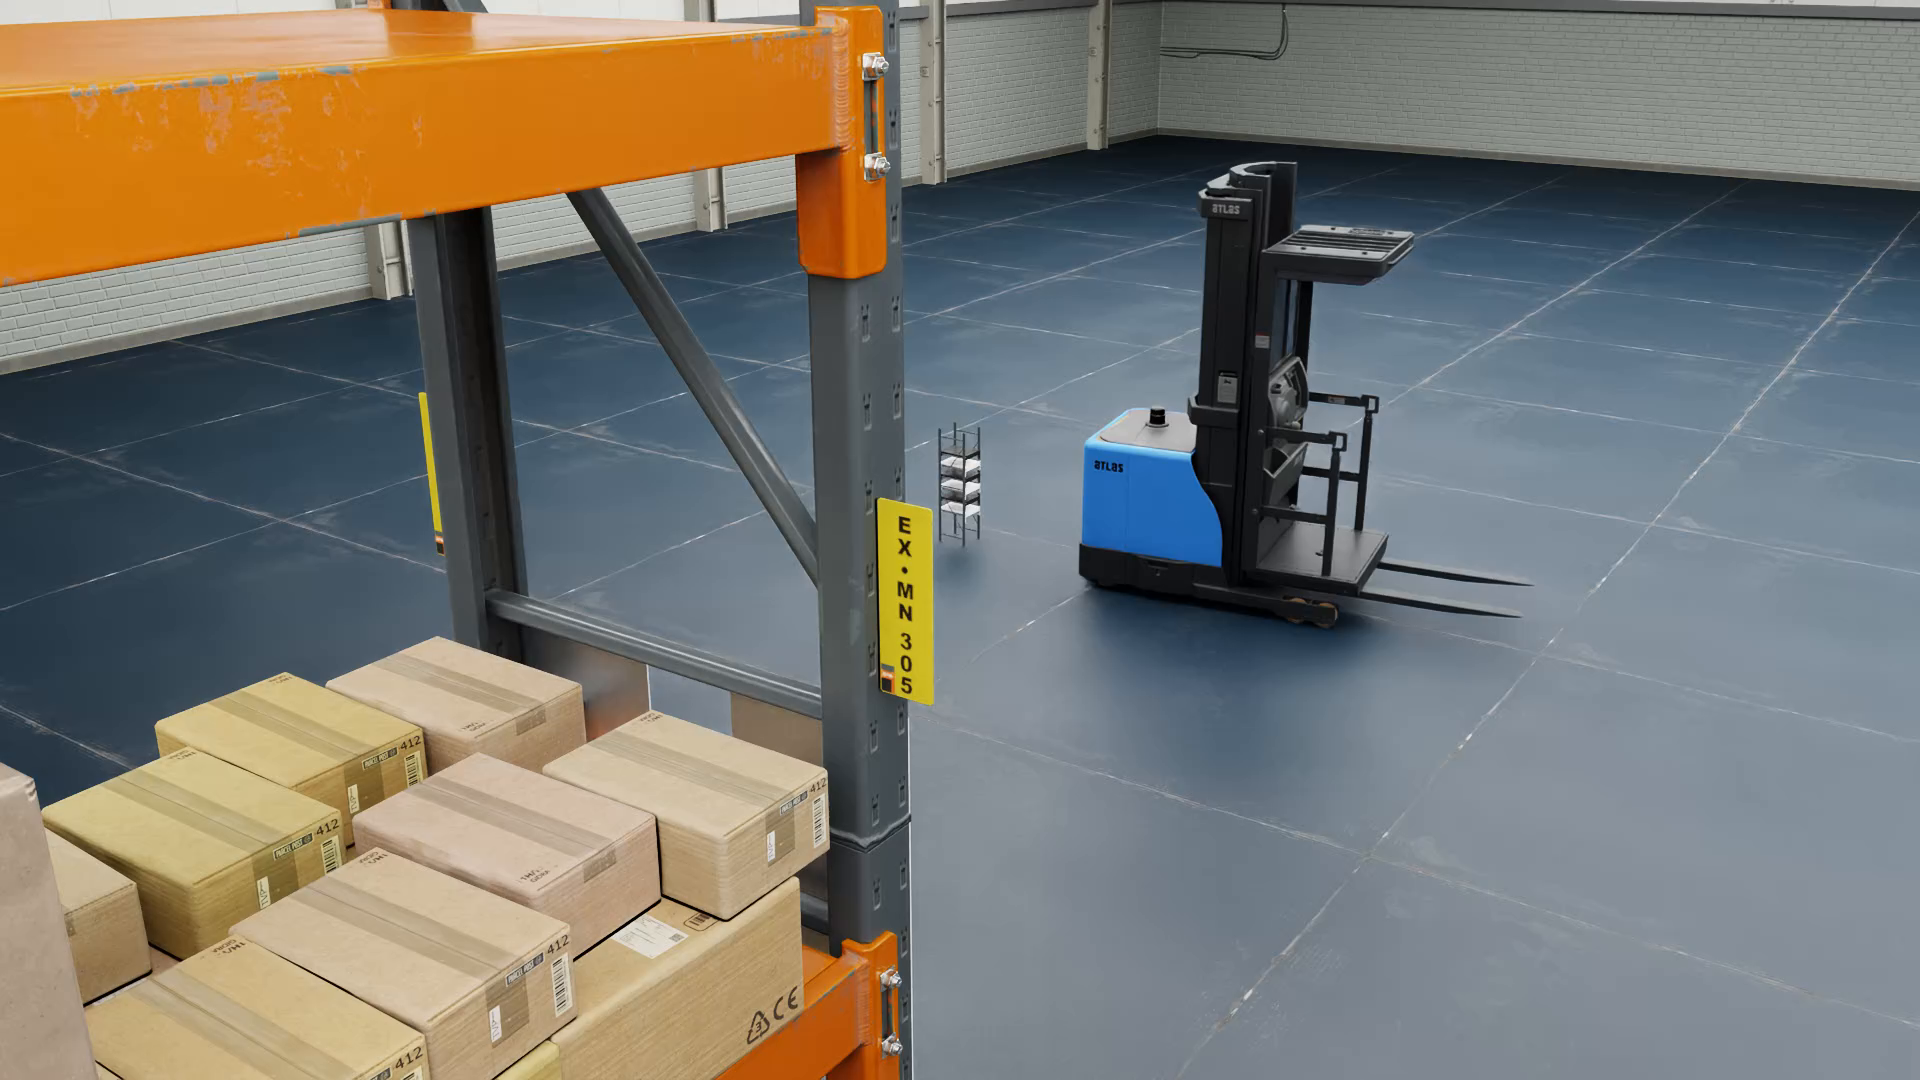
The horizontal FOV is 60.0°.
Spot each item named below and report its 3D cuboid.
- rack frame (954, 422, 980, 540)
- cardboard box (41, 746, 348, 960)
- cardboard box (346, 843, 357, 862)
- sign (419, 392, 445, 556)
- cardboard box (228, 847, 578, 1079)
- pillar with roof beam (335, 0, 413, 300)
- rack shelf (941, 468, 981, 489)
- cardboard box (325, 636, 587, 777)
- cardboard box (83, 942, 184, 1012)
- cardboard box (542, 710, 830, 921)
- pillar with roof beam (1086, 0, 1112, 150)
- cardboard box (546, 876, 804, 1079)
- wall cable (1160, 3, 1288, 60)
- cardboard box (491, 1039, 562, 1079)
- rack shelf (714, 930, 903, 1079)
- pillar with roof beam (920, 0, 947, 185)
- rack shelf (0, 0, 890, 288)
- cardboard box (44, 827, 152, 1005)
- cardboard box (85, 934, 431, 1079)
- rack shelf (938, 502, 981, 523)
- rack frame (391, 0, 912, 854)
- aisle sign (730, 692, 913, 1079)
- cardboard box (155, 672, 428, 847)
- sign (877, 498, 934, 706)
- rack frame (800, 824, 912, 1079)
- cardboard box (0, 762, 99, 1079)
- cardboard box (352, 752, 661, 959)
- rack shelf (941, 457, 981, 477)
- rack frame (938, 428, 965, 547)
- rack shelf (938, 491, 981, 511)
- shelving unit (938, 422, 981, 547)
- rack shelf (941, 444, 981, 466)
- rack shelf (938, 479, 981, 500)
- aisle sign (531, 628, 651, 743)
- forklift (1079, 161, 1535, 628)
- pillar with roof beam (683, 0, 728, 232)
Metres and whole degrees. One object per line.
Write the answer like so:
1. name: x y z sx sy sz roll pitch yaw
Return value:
1. rack frame: 0.053 -0.449 12.681 0.240 0.900 0.006 13 24 32
2. cardboard box: -1.143 0.468 2.494 0.380 0.149 0.250 13 24 31
3. cardboard box: -1.016 0.557 2.828 0.500 0.250 0.500 14 25 33
4. sign: -0.980 -0.117 3.174 0.100 0.325 0.005 13 24 32
5. cardboard box: -0.736 0.574 2.206 0.380 0.149 0.250 12 23 30
6. pillar with roof beam: -3.665 -6.487 17.332 9.100 9.000 0.400 13 24 32
7. rack shelf: -0.005 -0.473 12.583 0.258 0.077 0.200 13 24 32
8. cardboard box: -0.878 0.316 2.905 0.380 0.149 0.250 13 24 31
9. cardboard box: -1.301 0.706 2.425 0.500 0.250 0.500 13 24 31
10. cardboard box: -0.430 0.423 2.616 0.380 0.149 0.250 13 24 32
11. pillar with roof beam: 6.453 -11.652 31.294 9.100 9.000 0.400 13 24 32
12. cardboard box: -0.592 0.657 2.558 0.500 0.250 0.500 14 24 33
13. wall cable: 5.642 -11.622 35.690 3.097 2.526 0.112 13 24 32
14. cardboard box: -0.871 0.801 2.169 0.500 0.250 0.500 13 24 32
15. rack shelf: -1.656 1.310 1.613 1.077 0.370 4.000 13 24 32
16. pillar with roof beam: 3.080 -9.930 26.640 9.100 9.000 0.400 13 24 32
17. rack shelf: -1.656 -0.095 1.093 1.077 0.370 4.000 13 24 32
18. cardboard box: -1.355 0.532 2.320 0.380 0.149 0.250 14 25 34
19. cardboard box: -0.857 0.651 1.999 0.380 0.149 0.250 13 24 32
20. rack shelf: -0.005 -0.220 12.677 0.258 0.077 0.200 13 24 32
21. rack frame: -0.532 -1.008 2.519 1.000 3.000 0.127 13 24 32
22. aisle sign: -0.249 0.627 2.999 0.394 0.787 0.004 13 24 32
23. cardboard box: -1.103 0.372 2.755 0.380 0.149 0.250 14 24 33
24. sign: -0.084 0.097 2.578 0.100 0.325 0.005 13 24 32
25. rack frame: -0.532 1.806 3.560 1.000 3.000 0.127 13 24 32
26. cardboard box: -1.194 0.472 1.548 0.500 0.500 0.500 13 24 32
27. cardboard box: -0.673 0.474 2.476 0.380 0.149 0.250 12 24 30
28. rack shelf: -0.005 -0.557 12.552 0.258 0.077 0.200 13 24 32
29. rack frame: -0.062 -0.391 12.524 0.240 0.900 0.006 13 24 32
30. rack shelf: -0.005 -0.304 12.645 0.258 0.077 0.200 13 24 32
31. shelving unit: -0.005 -0.420 12.603 0.258 0.900 0.210 13 24 32
32. rack shelf: -0.005 -0.642 12.520 0.258 0.077 0.200 13 24 32
33. rack shelf: -0.005 -0.388 12.614 0.258 0.077 0.200 13 24 32
34. aisle sign: -0.745 0.510 3.315 0.394 0.787 0.004 13 24 32
35. forklift: 2.409 -0.994 11.228 3.031 2.935 1.130 9 22 23
36. pillar with roof beam: -0.293 -8.209 21.986 9.100 9.000 0.400 13 24 32
